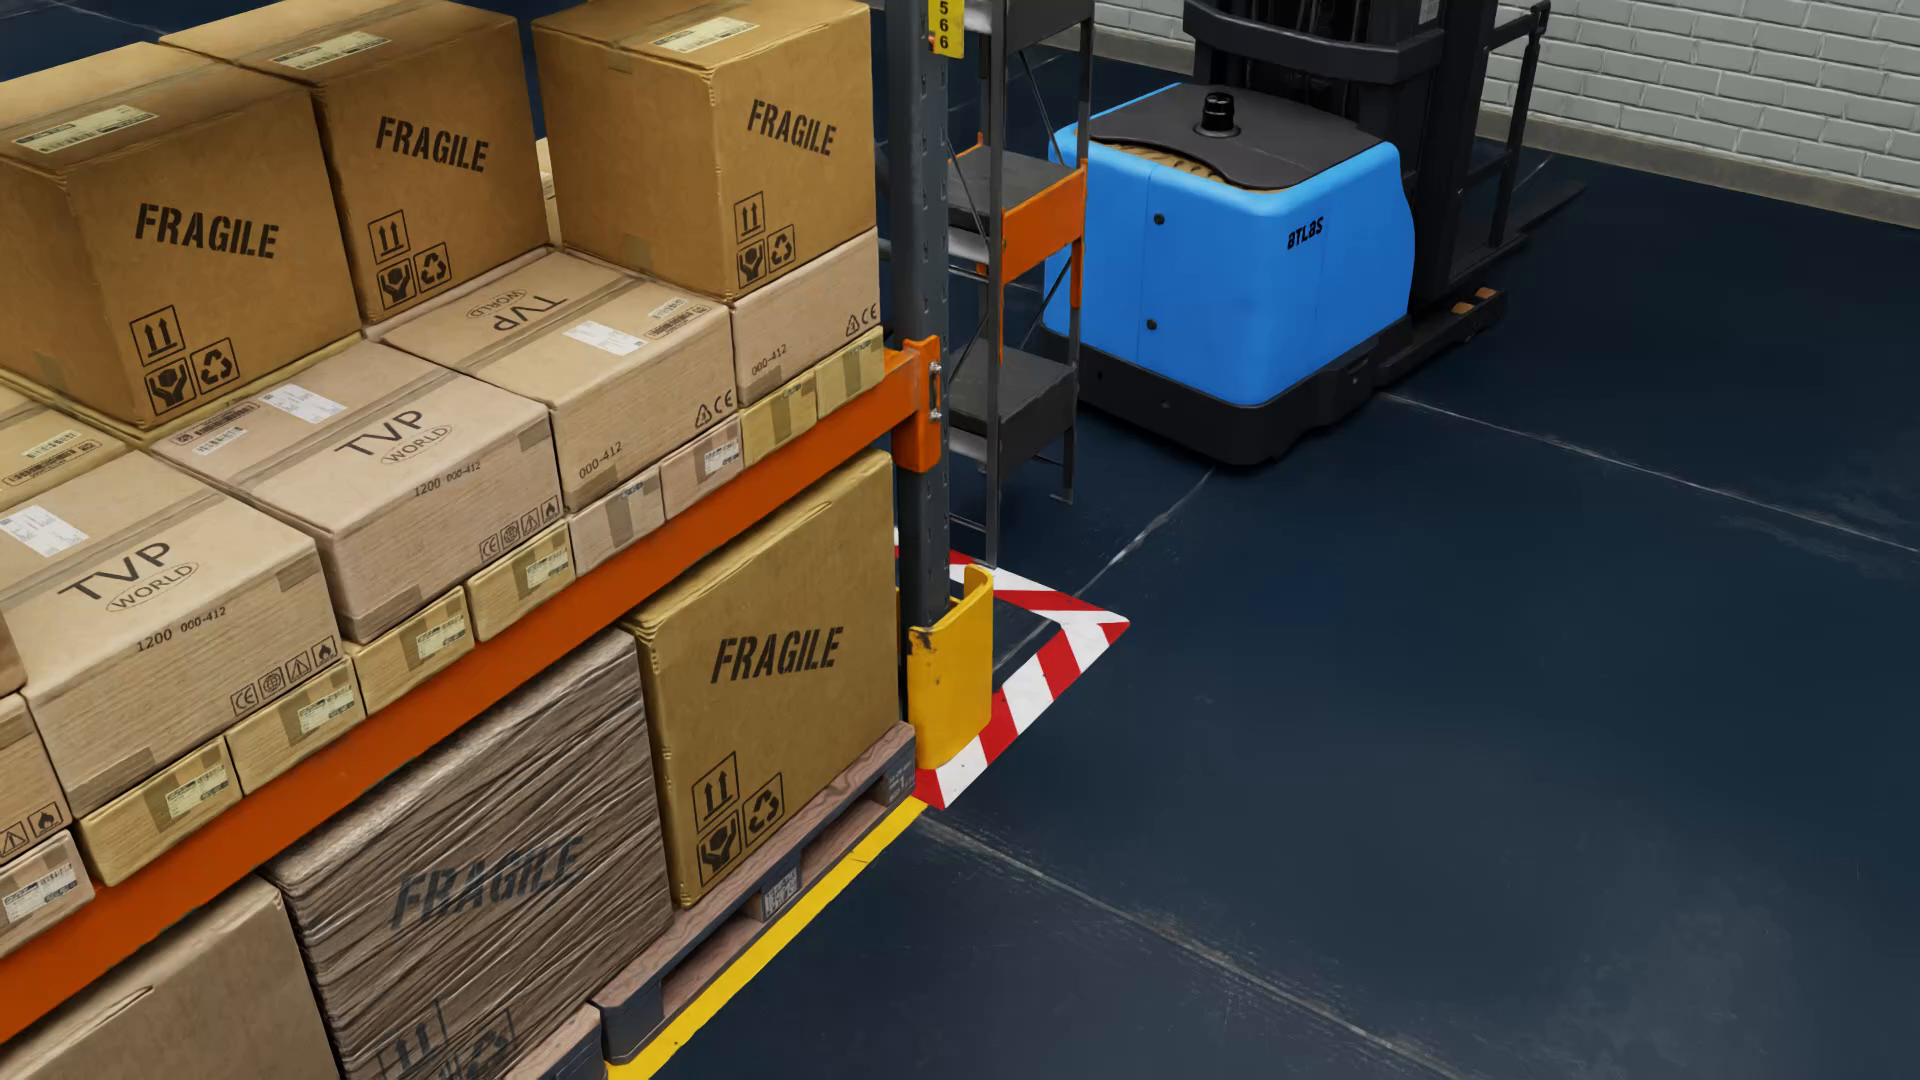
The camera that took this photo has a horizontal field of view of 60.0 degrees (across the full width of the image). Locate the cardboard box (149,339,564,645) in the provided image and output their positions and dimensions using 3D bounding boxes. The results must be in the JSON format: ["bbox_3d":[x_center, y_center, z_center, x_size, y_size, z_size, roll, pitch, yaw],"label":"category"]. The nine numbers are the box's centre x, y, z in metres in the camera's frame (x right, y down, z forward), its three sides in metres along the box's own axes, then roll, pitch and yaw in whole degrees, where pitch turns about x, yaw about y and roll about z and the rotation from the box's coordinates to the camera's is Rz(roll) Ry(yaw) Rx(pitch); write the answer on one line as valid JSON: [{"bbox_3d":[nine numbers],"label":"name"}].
[{"bbox_3d":[-1.110,-0.108,3.101,0.500,0.250,0.500,20,39,27],"label":"cardboard box"}]

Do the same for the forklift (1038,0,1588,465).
[{"bbox_3d":[1.681,-2.219,6.415,1.130,2.935,3.031,28,43,35],"label":"forklift"}]

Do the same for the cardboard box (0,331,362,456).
[{"bbox_3d":[-1.547,-0.278,3.351,0.500,0.250,0.500,20,39,27],"label":"cardboard box"}]

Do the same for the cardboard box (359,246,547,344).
[{"bbox_3d":[-1.258,-0.508,3.692,0.500,0.250,0.500,21,39,28],"label":"cardboard box"}]

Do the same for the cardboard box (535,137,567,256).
[{"bbox_3d":[-0.967,-0.749,4.048,0.500,0.250,0.500,20,39,27],"label":"cardboard box"}]

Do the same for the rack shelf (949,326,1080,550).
[{"bbox_3d":[0.094,-0.355,5.674,0.431,0.518,0.480,21,39,28],"label":"rack shelf"}]

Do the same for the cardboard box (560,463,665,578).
[{"bbox_3d":[-0.839,-0.099,3.443,0.380,0.149,0.250,22,40,29],"label":"cardboard box"}]

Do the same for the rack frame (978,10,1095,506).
[{"bbox_3d":[0.234,-1.058,5.441,0.400,2.100,0.015,21,39,28],"label":"rack frame"}]

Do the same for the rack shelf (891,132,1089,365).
[{"bbox_3d":[0.094,-0.935,5.282,0.431,0.518,0.480,21,39,28],"label":"rack shelf"}]

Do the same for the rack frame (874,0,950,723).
[{"bbox_3d":[-0.472,-0.823,4.289,1.000,3.000,0.127,21,39,28],"label":"rack frame"}]

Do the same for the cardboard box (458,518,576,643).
[{"bbox_3d":[-0.985,0.021,3.266,0.380,0.149,0.250,20,39,27],"label":"cardboard box"}]

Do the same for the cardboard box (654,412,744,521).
[{"bbox_3d":[-0.696,-0.214,3.613,0.380,0.149,0.250,21,40,28],"label":"cardboard box"}]

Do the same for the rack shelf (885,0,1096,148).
[{"bbox_3d":[0.095,-1.515,4.890,0.431,0.518,0.480,21,39,28],"label":"rack shelf"}]

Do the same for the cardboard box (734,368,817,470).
[{"bbox_3d":[-0.551,-0.329,3.784,0.380,0.149,0.250,22,40,29],"label":"cardboard box"}]

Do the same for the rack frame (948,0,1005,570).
[{"bbox_3d":[-0.045,-0.834,5.108,0.400,2.100,0.015,21,39,28],"label":"rack frame"}]

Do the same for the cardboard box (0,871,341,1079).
[{"bbox_3d":[-1.797,1.032,3.068,0.875,0.875,0.875,21,39,28],"label":"cardboard box"}]

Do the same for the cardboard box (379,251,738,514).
[{"bbox_3d":[-0.820,-0.343,3.448,0.500,0.250,0.500,21,39,27],"label":"cardboard box"}]

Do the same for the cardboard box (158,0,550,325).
[{"bbox_3d":[-1.252,-0.830,3.498,0.500,0.500,0.500,20,39,27],"label":"cardboard box"}]

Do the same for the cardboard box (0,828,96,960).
[{"bbox_3d":[-1.572,0.496,2.564,0.380,0.149,0.250,22,40,29],"label":"cardboard box"}]

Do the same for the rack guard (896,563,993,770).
[{"bbox_3d":[-0.458,0.202,5.005,1.175,0.500,0.348,21,39,28],"label":"rack guard"}]

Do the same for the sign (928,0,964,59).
[{"bbox_3d":[-0.034,-1.221,3.632,0.100,0.325,0.005,21,39,28],"label":"sign"}]

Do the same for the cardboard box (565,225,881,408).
[{"bbox_3d":[-0.530,-0.576,3.792,0.500,0.250,0.500,21,39,27],"label":"cardboard box"}]

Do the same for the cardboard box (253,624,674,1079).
[{"bbox_3d":[-1.290,0.622,3.674,0.875,0.875,0.875,21,39,28],"label":"cardboard box"}]

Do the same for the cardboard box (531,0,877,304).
[{"bbox_3d":[-0.533,-0.886,3.582,0.500,0.500,0.500,22,40,29],"label":"cardboard box"}]

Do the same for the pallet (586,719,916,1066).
[{"bbox_3d":[-0.863,0.725,4.489,1.003,0.211,1.213,21,39,28],"label":"pallet"}]

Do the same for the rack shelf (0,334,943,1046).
[{"bbox_3d":[-1.612,0.396,3.129,1.077,0.370,4.000,21,39,28],"label":"rack shelf"}]

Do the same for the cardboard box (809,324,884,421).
[{"bbox_3d":[-0.404,-0.450,3.961,0.380,0.149,0.250,22,40,29],"label":"cardboard box"}]

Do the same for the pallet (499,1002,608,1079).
[{"bbox_3d":[-1.559,1.285,3.662,1.003,0.211,1.213,21,39,28],"label":"pallet"}]

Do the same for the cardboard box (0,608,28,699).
[{"bbox_3d":[-1.689,0.043,2.208,0.500,0.500,0.500,20,39,27],"label":"cardboard box"}]

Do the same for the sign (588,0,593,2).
[{"bbox_3d":[-0.924,-1.394,4.290,0.100,0.325,0.005,21,39,28],"label":"sign"}]

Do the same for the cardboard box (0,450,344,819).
[{"bbox_3d":[-1.403,0.133,2.745,0.500,0.250,0.500,21,40,28],"label":"cardboard box"}]

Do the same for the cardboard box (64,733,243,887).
[{"bbox_3d":[-1.423,0.374,2.743,0.380,0.149,0.250,20,39,27],"label":"cardboard box"}]

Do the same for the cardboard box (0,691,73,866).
[{"bbox_3d":[-1.691,0.357,2.413,0.500,0.250,0.500,22,40,29],"label":"cardboard box"}]

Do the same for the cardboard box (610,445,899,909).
[{"bbox_3d":[-0.771,0.204,4.293,0.875,0.875,0.875,21,39,28],"label":"cardboard box"}]

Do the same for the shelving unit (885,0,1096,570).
[{"bbox_3d":[0.094,-0.946,5.275,0.431,2.100,0.503,21,39,28],"label":"shelving unit"}]

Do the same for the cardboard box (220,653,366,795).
[{"bbox_3d":[-1.276,0.254,2.921,0.380,0.149,0.250,22,40,29],"label":"cardboard box"}]

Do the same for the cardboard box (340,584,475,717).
[{"bbox_3d":[-1.133,0.140,3.089,0.380,0.149,0.250,21,40,28],"label":"cardboard box"}]

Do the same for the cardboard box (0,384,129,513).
[{"bbox_3d":[-1.841,-0.036,2.994,0.500,0.250,0.500,20,39,27],"label":"cardboard box"}]

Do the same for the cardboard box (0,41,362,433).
[{"bbox_3d":[-1.543,-0.589,3.143,0.500,0.500,0.500,20,39,27],"label":"cardboard box"}]
